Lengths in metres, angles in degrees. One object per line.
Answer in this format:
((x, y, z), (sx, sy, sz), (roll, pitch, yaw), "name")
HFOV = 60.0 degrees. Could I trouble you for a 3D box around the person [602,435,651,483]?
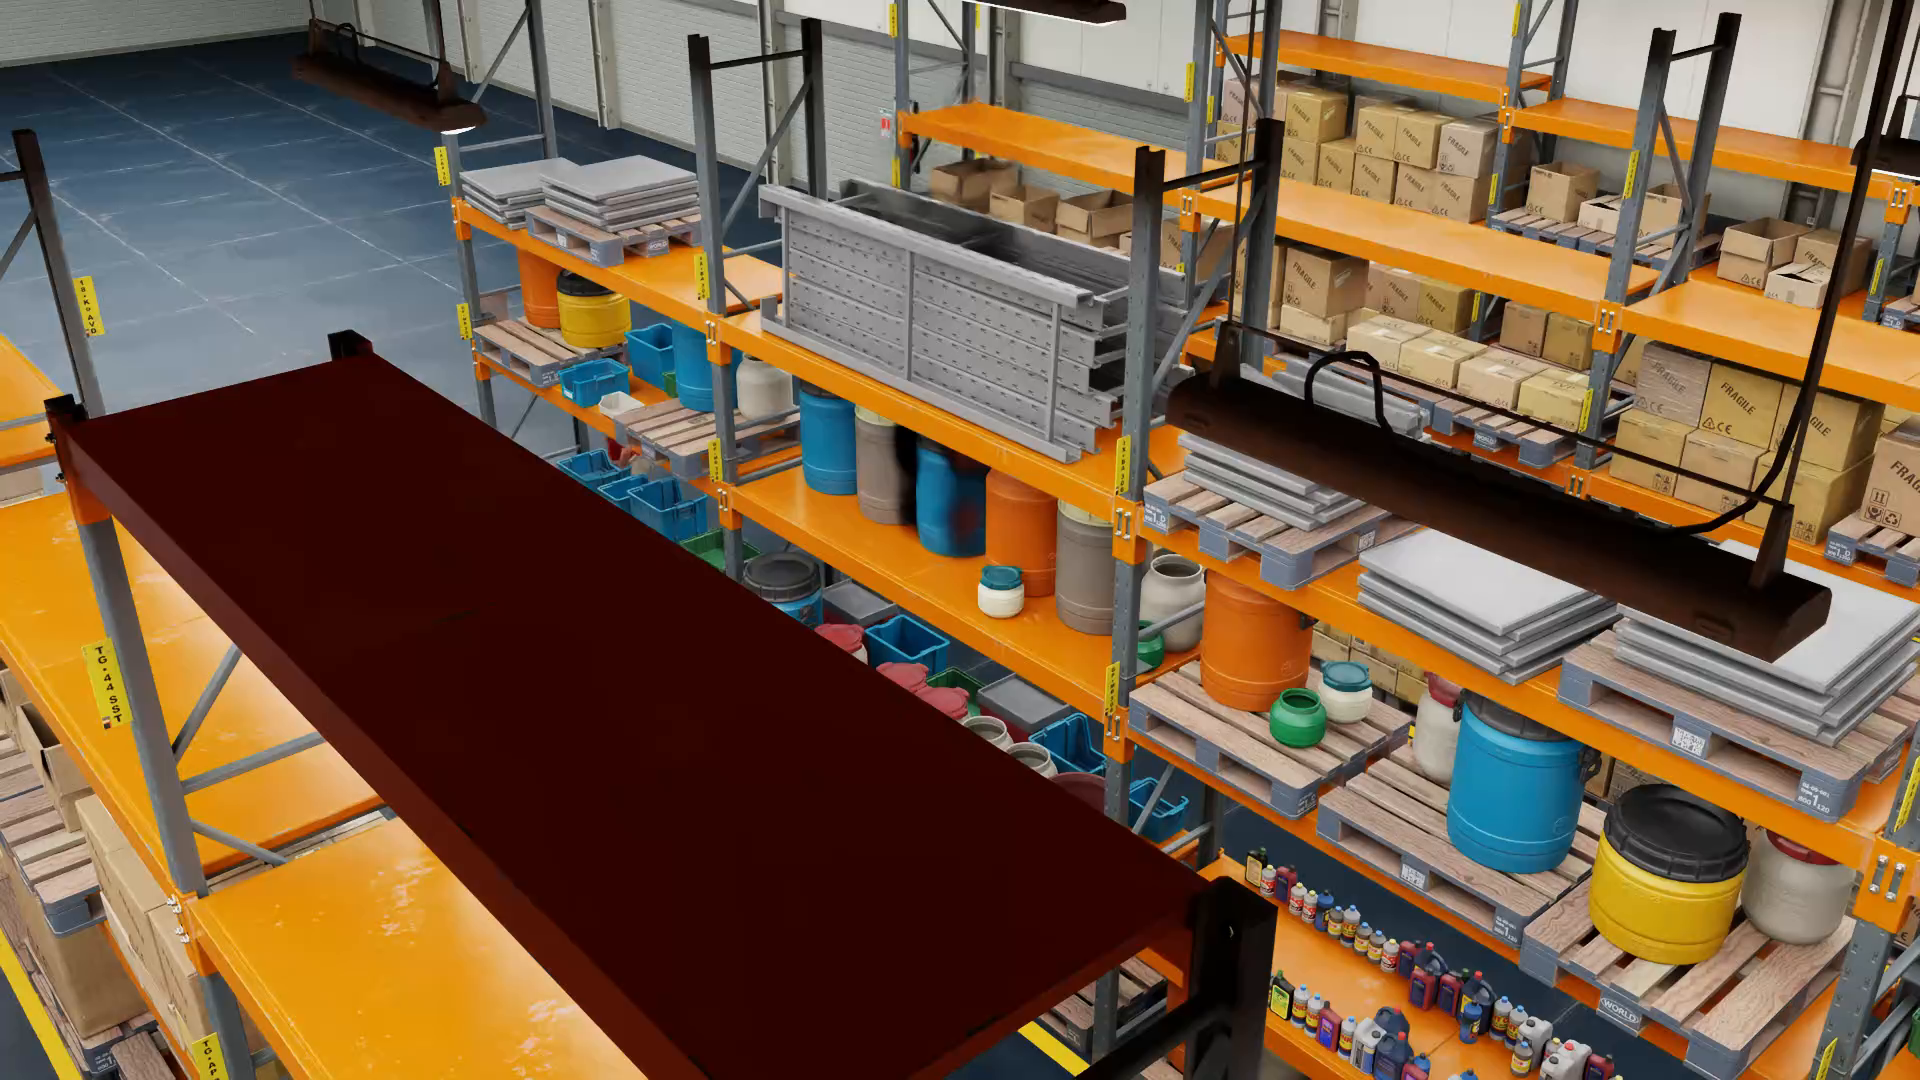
((-3.403, -0.696, 17.078), (0.744, 1.773, 0.688), (13, 30, 23), "person")
